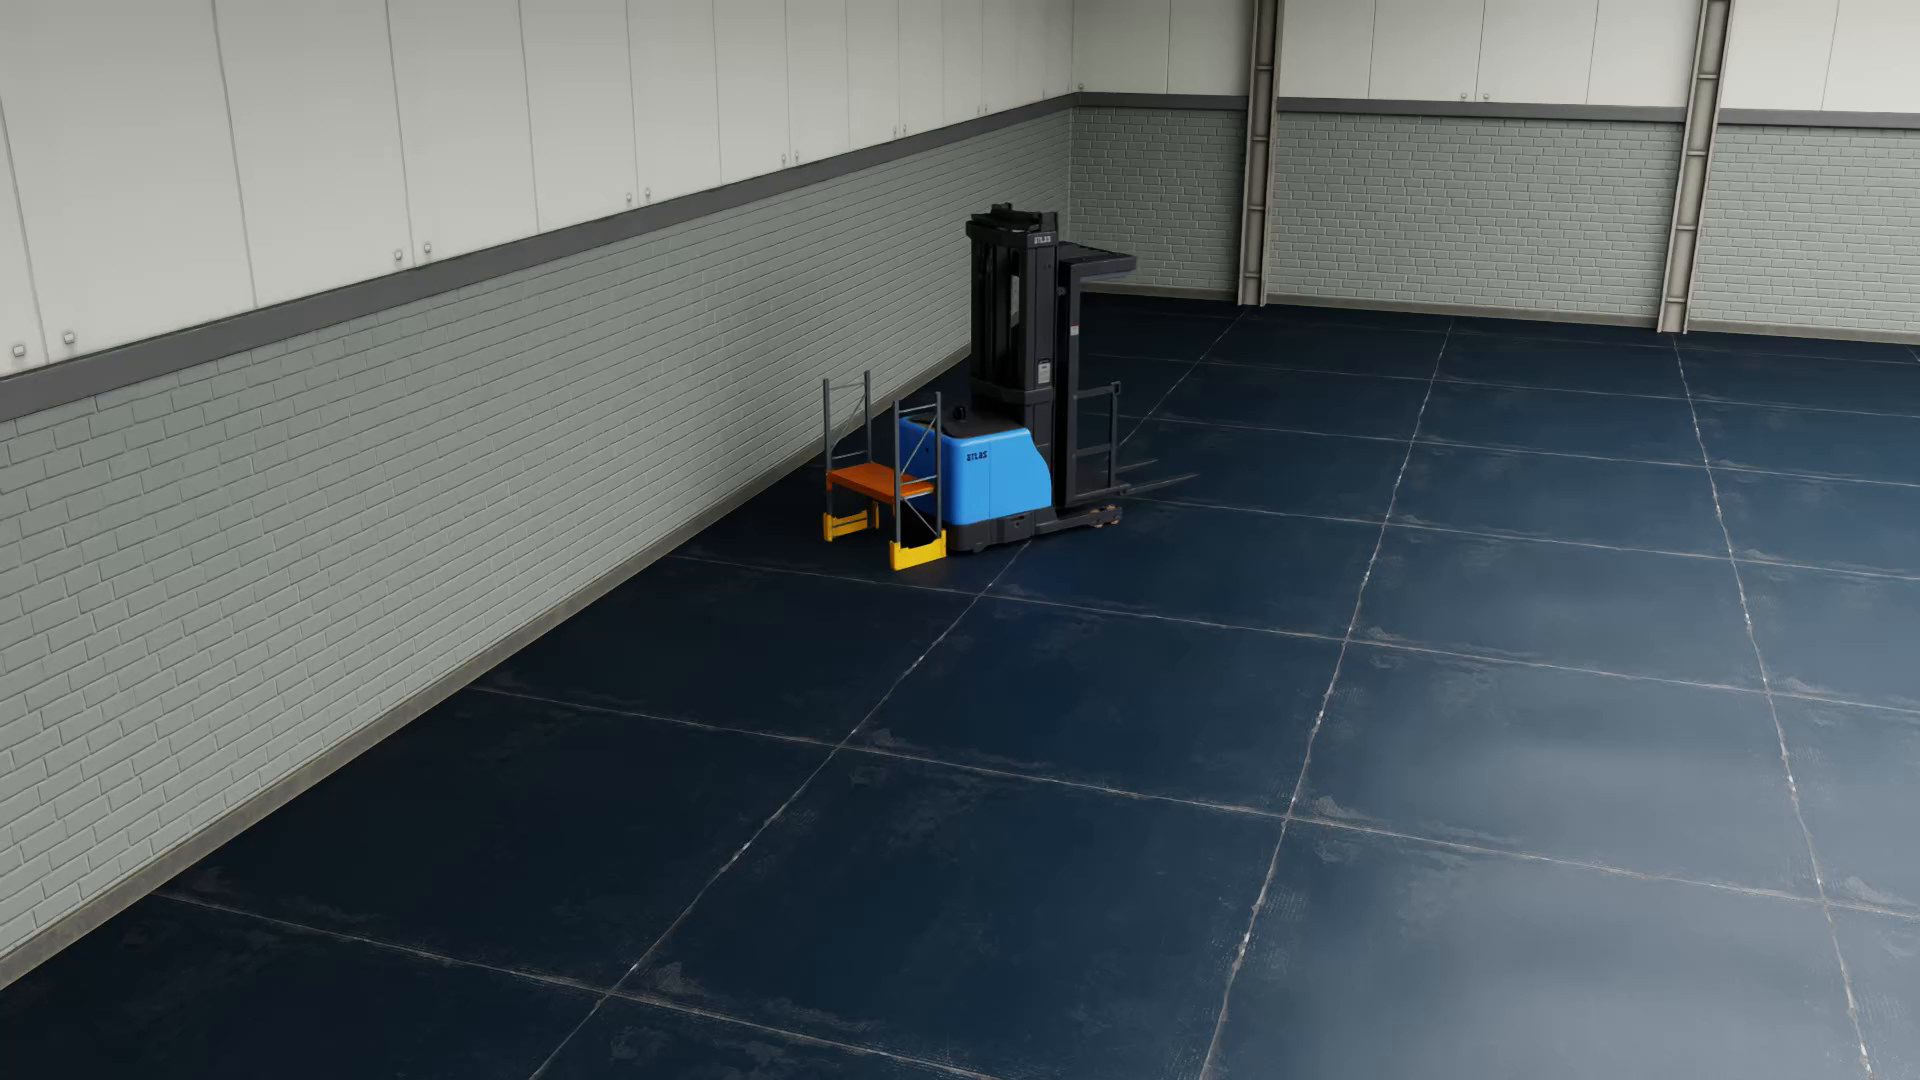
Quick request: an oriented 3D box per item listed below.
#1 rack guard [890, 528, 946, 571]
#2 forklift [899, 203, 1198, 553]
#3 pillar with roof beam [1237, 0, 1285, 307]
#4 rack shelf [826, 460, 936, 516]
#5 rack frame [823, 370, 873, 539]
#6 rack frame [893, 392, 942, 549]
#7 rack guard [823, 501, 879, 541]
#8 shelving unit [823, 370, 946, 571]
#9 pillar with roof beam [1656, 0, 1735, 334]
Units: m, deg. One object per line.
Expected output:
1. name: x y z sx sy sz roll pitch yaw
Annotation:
1. rack guard: -0.366 0.078 14.586 0.587 0.250 0.087 -15 24 -37
2. forklift: 0.915 -1.626 15.403 3.031 2.935 1.130 -13 23 -32
3. pillar with roof beam: 3.087 -6.551 20.313 0.400 9.000 9.100 7 20 18
4. rack shelf: -0.689 -0.470 14.808 0.538 0.185 1.000 -15 24 -37
5. rack frame: -1.013 -0.769 15.119 0.500 1.500 0.032 -15 24 -37
6. rack frame: -0.365 -0.511 14.379 0.500 1.500 0.032 -15 24 -37
7. rack guard: -1.001 -0.174 15.310 0.587 0.250 0.087 -15 24 -37
8. shelving unit: -0.683 -0.638 14.742 0.587 1.500 1.083 -15 24 -37
9. pillar with roof beam: 8.755 -5.903 18.454 0.400 9.000 9.100 7 20 18
